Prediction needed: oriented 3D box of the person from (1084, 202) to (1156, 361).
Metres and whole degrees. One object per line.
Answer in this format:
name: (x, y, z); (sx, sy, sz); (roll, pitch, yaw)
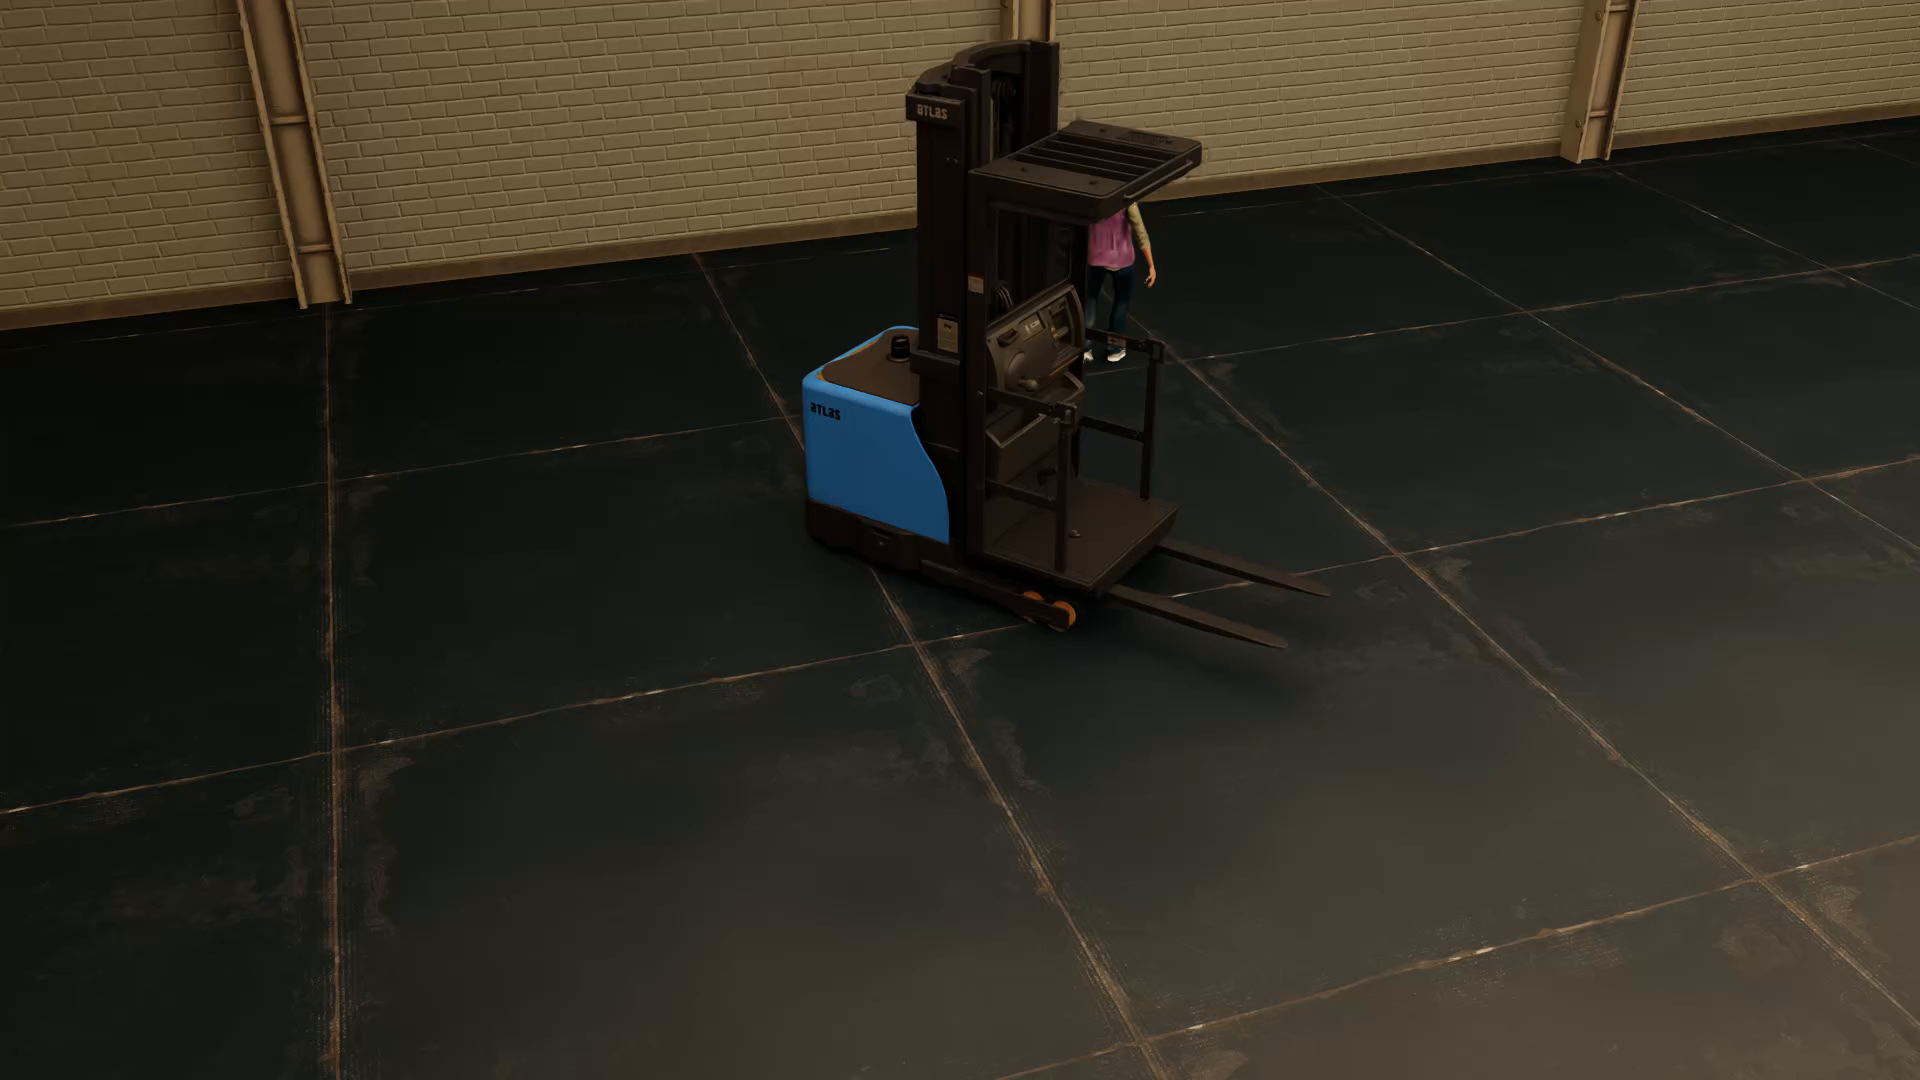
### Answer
person: (1.078, -1.988, 11.908); (0.722, 1.581, 0.628); (9, 31, 16)

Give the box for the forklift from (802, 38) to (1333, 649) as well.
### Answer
forklift: (0.591, -1.070, 8.946); (3.031, 2.935, 1.130); (18, 34, 28)
